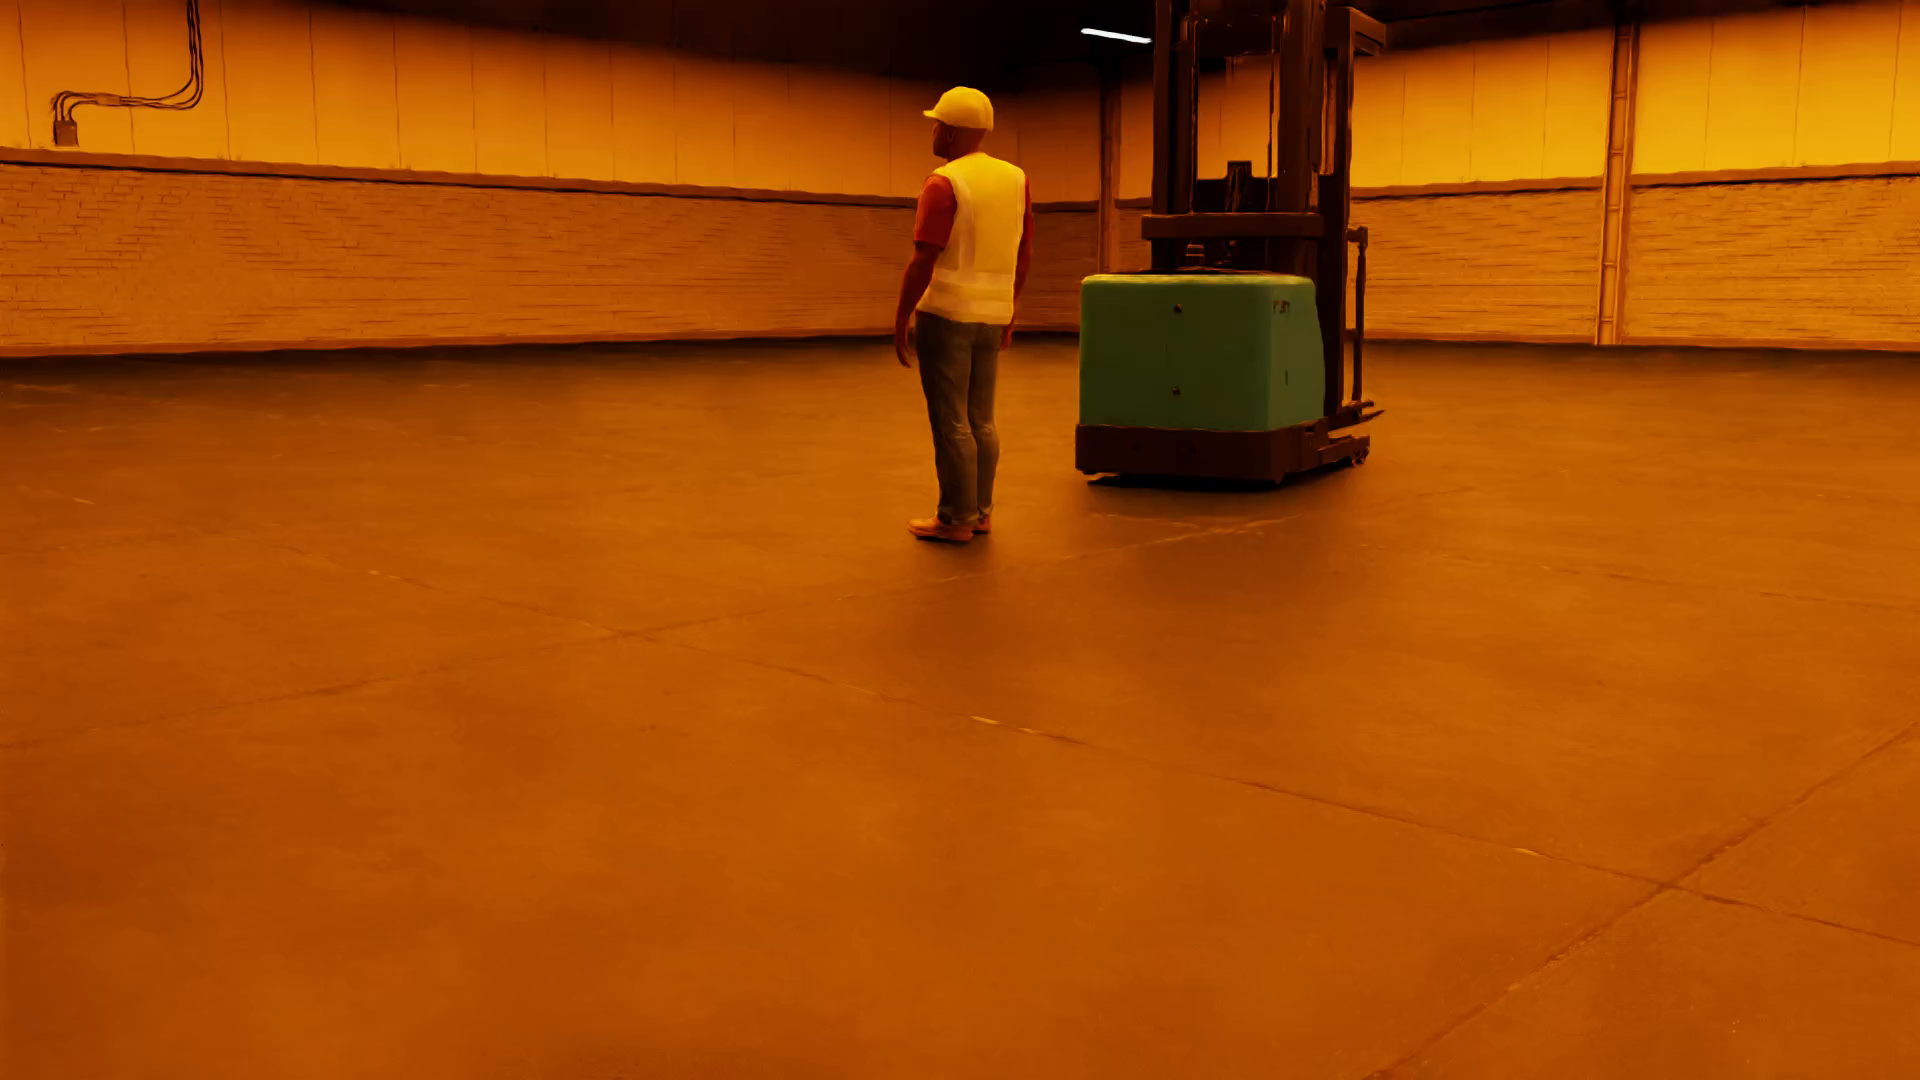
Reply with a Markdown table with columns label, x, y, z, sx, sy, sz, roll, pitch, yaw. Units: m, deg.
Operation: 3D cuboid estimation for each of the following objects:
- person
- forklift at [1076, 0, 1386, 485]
| label | x | y | z | sx | sy | sz | roll | pitch | yaw |
| --- | --- | --- | --- | --- | --- | --- | --- | --- | --- |
| person | -0.046 | -0.888 | 6.637 | 0.576 | 1.766 | 0.665 | 8 | 12 | 43 |
| forklift | 1.751 | -1.906 | 9.530 | 1.130 | 2.935 | 3.031 | 5 | 10 | 28 |
